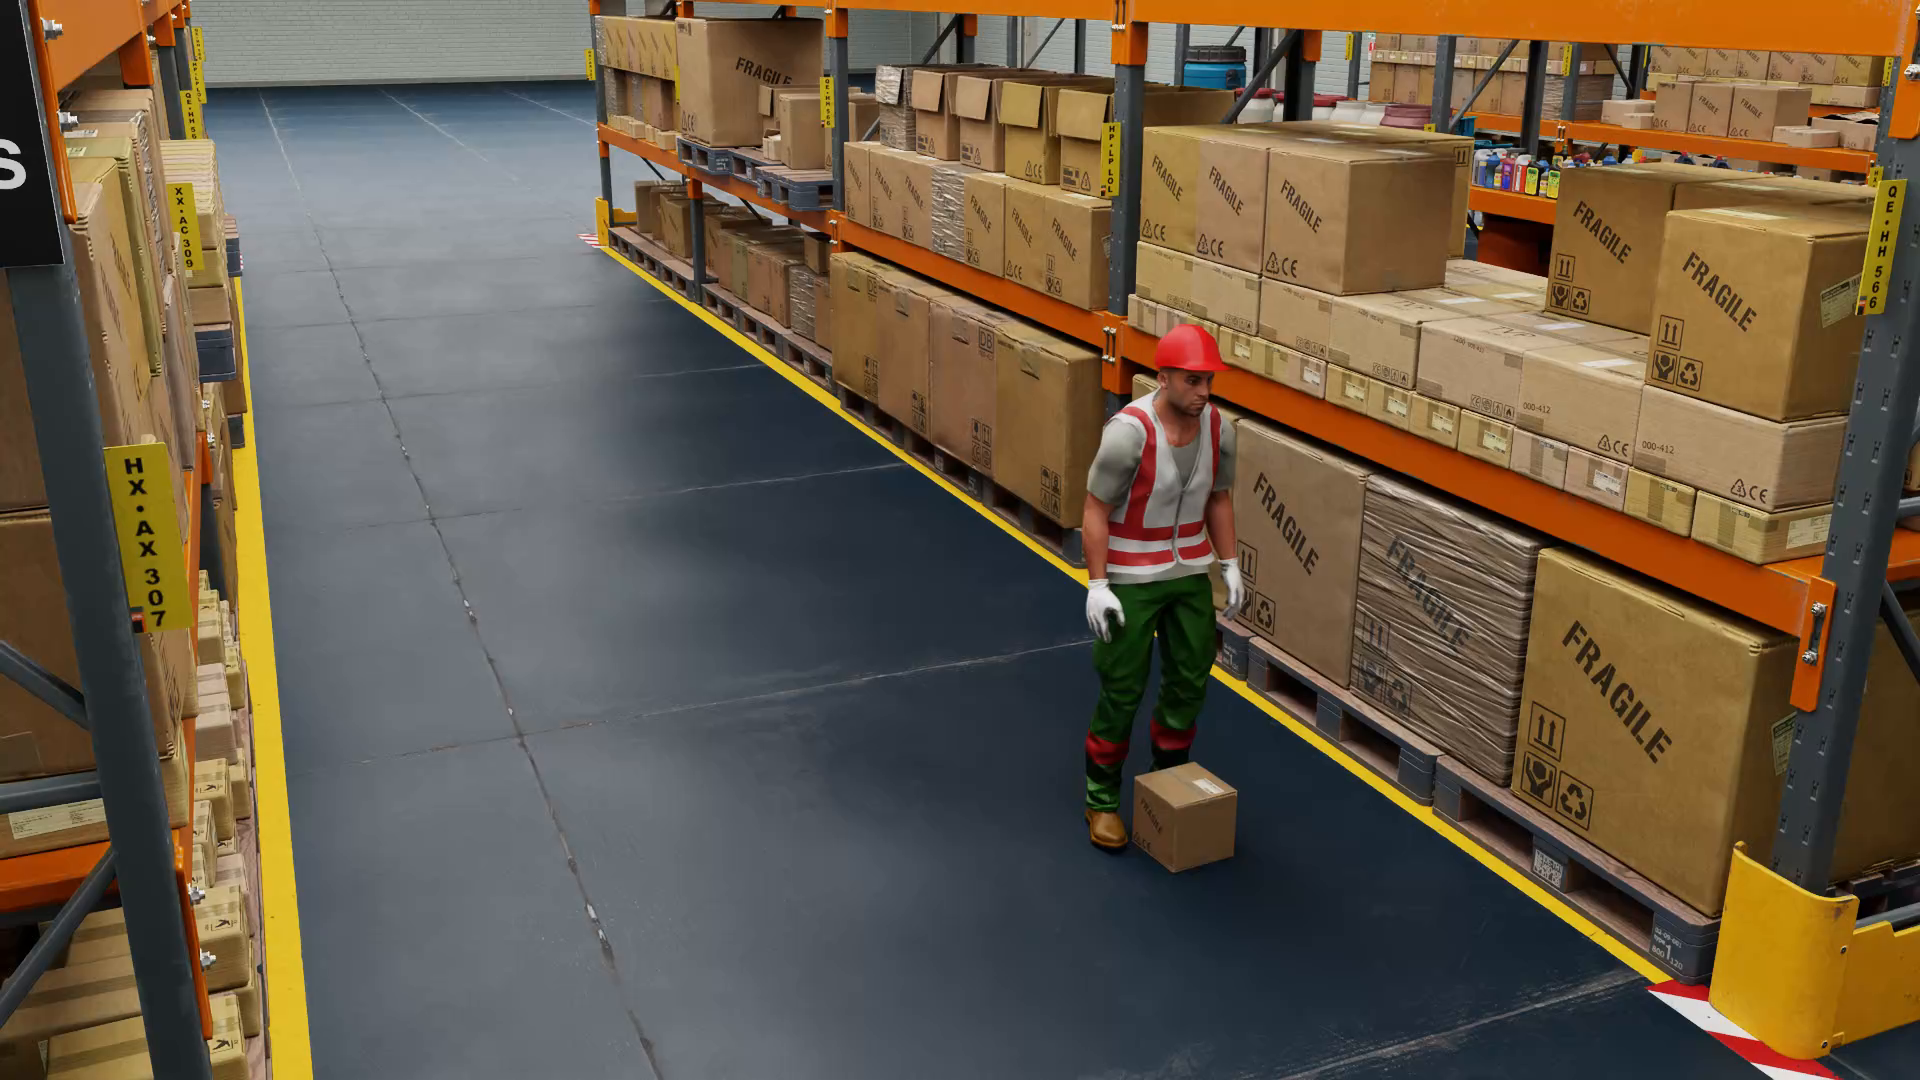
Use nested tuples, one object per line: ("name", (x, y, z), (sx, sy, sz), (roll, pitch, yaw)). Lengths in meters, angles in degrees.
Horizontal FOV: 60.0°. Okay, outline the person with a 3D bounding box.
("person", (1.515, -1.886, 11.622), (7.632, 1.780, 11.173), (-9, 21, -24))
